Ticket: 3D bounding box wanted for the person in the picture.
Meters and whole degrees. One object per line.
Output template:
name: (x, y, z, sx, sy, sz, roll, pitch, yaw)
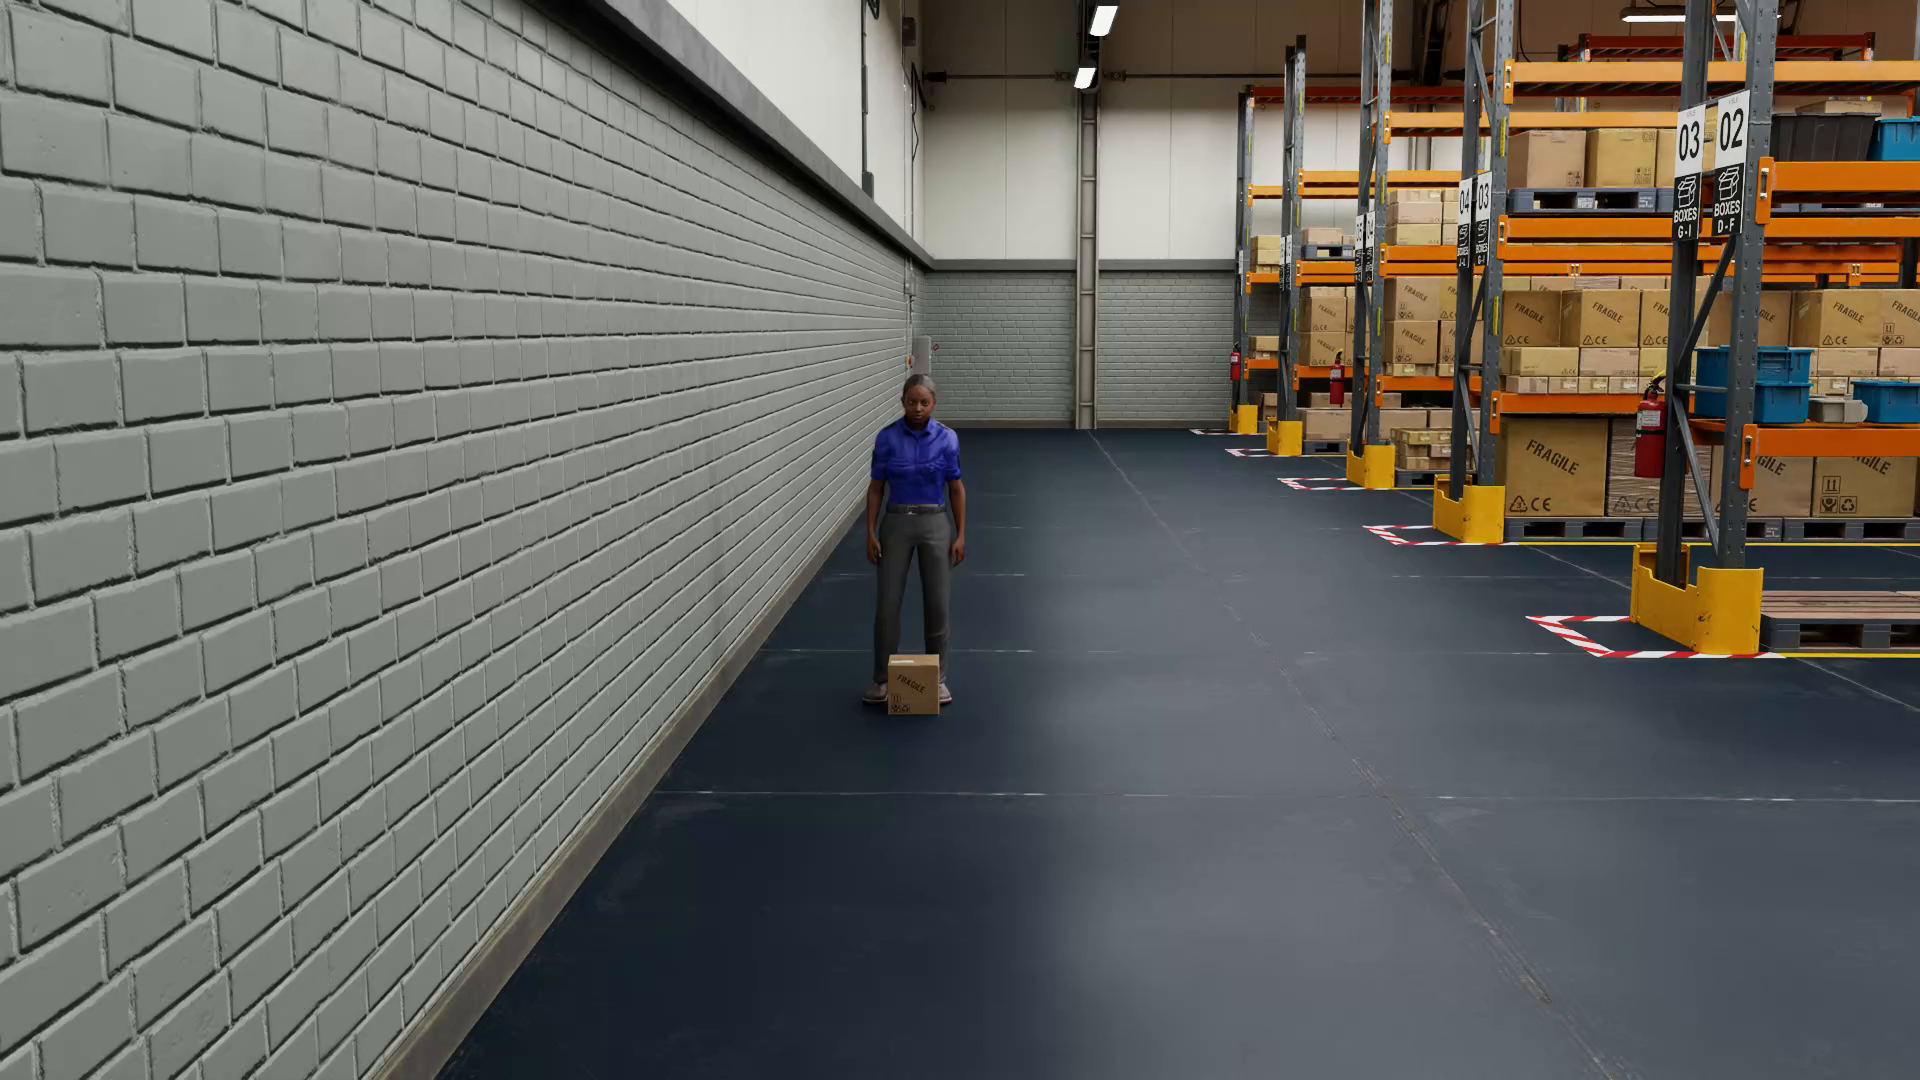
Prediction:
person: (-0.231, -0.010, 8.375, 0.521, 1.655, 0.351, 0, 7, 0)
